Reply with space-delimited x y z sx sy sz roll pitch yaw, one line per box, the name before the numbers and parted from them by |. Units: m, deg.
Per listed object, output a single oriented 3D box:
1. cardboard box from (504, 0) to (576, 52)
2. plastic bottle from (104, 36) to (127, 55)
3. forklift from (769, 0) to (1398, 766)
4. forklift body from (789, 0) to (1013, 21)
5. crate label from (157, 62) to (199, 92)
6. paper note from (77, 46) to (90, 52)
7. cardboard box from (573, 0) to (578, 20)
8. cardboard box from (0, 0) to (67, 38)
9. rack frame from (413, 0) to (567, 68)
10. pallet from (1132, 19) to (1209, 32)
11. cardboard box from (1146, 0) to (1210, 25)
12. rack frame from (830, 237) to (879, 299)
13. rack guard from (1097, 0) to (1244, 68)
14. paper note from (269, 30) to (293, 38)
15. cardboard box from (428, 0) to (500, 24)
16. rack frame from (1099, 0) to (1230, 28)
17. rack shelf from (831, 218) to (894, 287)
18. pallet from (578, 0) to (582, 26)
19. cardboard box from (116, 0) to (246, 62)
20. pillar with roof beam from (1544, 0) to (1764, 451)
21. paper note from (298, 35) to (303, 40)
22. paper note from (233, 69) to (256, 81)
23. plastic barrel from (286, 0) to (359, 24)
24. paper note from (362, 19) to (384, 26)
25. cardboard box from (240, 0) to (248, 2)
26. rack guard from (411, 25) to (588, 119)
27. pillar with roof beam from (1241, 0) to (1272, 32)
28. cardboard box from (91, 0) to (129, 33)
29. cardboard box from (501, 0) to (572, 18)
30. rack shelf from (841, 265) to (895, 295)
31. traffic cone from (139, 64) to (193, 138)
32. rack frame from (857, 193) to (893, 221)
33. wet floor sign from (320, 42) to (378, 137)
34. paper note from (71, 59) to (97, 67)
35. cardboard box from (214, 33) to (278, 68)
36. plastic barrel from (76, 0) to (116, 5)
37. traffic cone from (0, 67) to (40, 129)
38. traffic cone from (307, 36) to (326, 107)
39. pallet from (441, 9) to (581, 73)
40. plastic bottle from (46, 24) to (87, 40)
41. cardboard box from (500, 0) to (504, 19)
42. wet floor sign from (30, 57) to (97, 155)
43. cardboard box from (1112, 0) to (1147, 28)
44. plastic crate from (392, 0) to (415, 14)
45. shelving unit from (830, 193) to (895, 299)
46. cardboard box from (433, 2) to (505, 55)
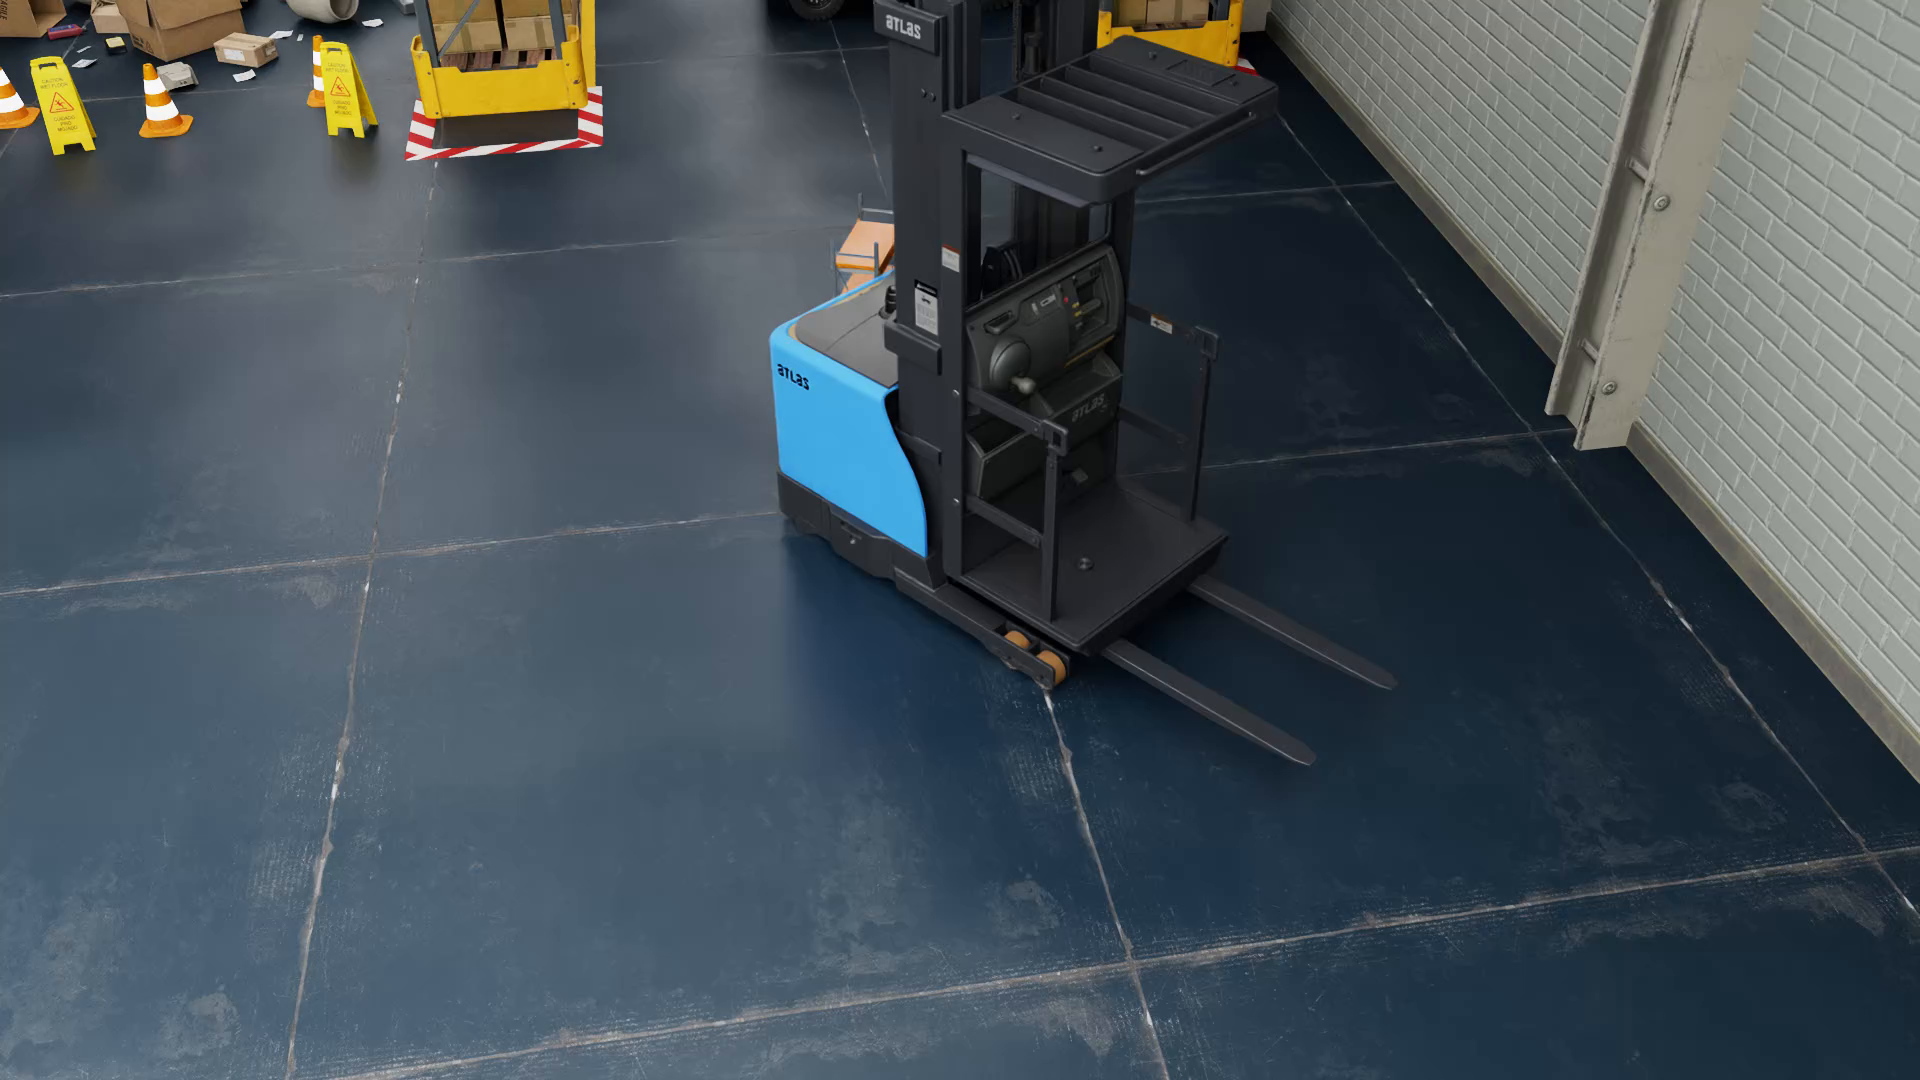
cardboard box | -3.204 -3.959 12.700 0.500 0.250 0.500 -7 38 -8
plastic bottle | -6.679 -3.916 13.141 0.133 0.061 0.283 -20 42 -23
forklift | 0.522 -0.867 6.877 3.031 2.935 1.130 30 47 33
forklift body | -0.577 -5.512 13.492 2.313 2.155 1.214 -6 38 -8
crate label | -5.912 -3.496 12.539 0.250 0.136 0.298 -27 45 -31
paper note | -6.918 -3.874 13.129 0.032 0.001 0.123 13 40 16
cardboard box | -3.286 -4.268 13.098 0.500 0.250 0.500 -5 38 -6
cardboard box | -7.609 -4.371 13.367 0.500 0.500 0.500 0 38 0
rack frame | -3.334 -4.362 11.320 1.000 3.000 0.127 -6 38 -8
pallet | 1.376 -4.255 13.454 1.003 0.211 1.213 -6 38 -8
cardboard box | 1.658 -4.296 13.134 0.500 0.250 0.500 -6 38 -8
rack frame | -0.514 -0.980 8.434 0.240 1.200 0.015 8 39 10
rack guard | 1.556 -3.897 12.758 1.175 0.500 0.348 -6 38 -8
paper note | -5.461 -4.071 13.375 0.148 0.019 0.142 6 38 8
cardboard box | -3.732 -4.194 12.391 0.500 0.500 0.500 -6 38 -8
rack frame | 1.552 -4.898 12.010 1.000 3.000 0.127 -6 38 -8
rack shelf | -0.459 -1.437 8.380 0.258 0.148 0.480 8 39 10
pallet | -3.666 -4.537 13.818 1.003 0.211 1.213 -6 38 -8
cardboard box | -6.135 -4.165 13.101 0.637 0.503 0.797 27 45 30
pillar with roof beam | -0.869 -3.698 5.575 9.100 9.000 0.400 -6 38 -8
paper note | -5.286 -4.028 13.326 0.032 0.001 0.123 -6 38 -8
paper note | -5.460 -3.547 12.690 0.148 0.019 0.142 -20 42 -23
plastic barrel | -5.187 -4.430 13.507 0.512 0.421 0.421 19 42 23
paper note | -4.787 -4.222 13.559 0.142 0.019 0.148 -20 42 -23
cardboard box | -6.307 -4.783 13.785 0.797 0.637 0.503 -6 38 -8
rack guard | -3.348 -3.421 12.146 1.175 0.500 0.348 -6 38 -8
pillar with roof beam | -1.921 -7.322 10.240 9.100 9.000 0.400 -6 38 -8
cardboard box | -6.777 -4.265 13.423 0.396 0.266 0.258 0 38 0
cardboard box | -3.208 -4.270 12.488 0.500 0.500 0.500 -7 38 -9
rack shelf | -0.459 -1.250 8.526 0.258 0.148 0.480 8 39 10
traffic cone | -5.713 -3.157 11.836 0.336 0.463 0.334 -6 38 -8
rack frame | -0.404 -1.272 8.809 0.240 1.200 0.015 8 39 10
wet floor sign | -4.355 -3.203 11.746 0.267 0.644 0.232 6 38 8
paper note | -6.786 -3.700 12.889 0.144 0.017 0.142 6 38 8
cardboard box | -5.553 -3.810 12.933 0.380 0.149 0.250 13 40 16
plastic barrel | -7.182 -4.647 13.787 0.512 0.421 0.421 19 42 23
traffic cone | -6.885 -3.241 11.944 0.336 0.463 0.334 -6 38 -8
traffic cone | -4.680 -3.481 12.254 0.336 0.463 0.334 -6 38 -8
pallet | -3.455 -3.801 12.871 1.003 0.211 1.213 -6 38 -8
plastic bottle | -7.175 -4.090 13.365 0.283 0.061 0.133 -20 42 -23
cardboard box | -3.824 -4.215 13.030 0.500 0.250 0.500 -6 38 -8
wet floor sign | -6.236 -3.035 11.530 0.267 0.644 0.232 -13 40 -16
cardboard box | 1.158 -4.228 13.046 0.500 0.250 0.500 -6 38 -8
plastic crate | -4.568 -4.589 13.991 0.402 0.080 0.583 -20 42 -23
shelving unit | -0.459 -1.126 8.622 0.258 1.200 0.503 8 39 10
cardboard box | -3.745 -3.916 12.645 0.500 0.250 0.500 -6 38 -8
